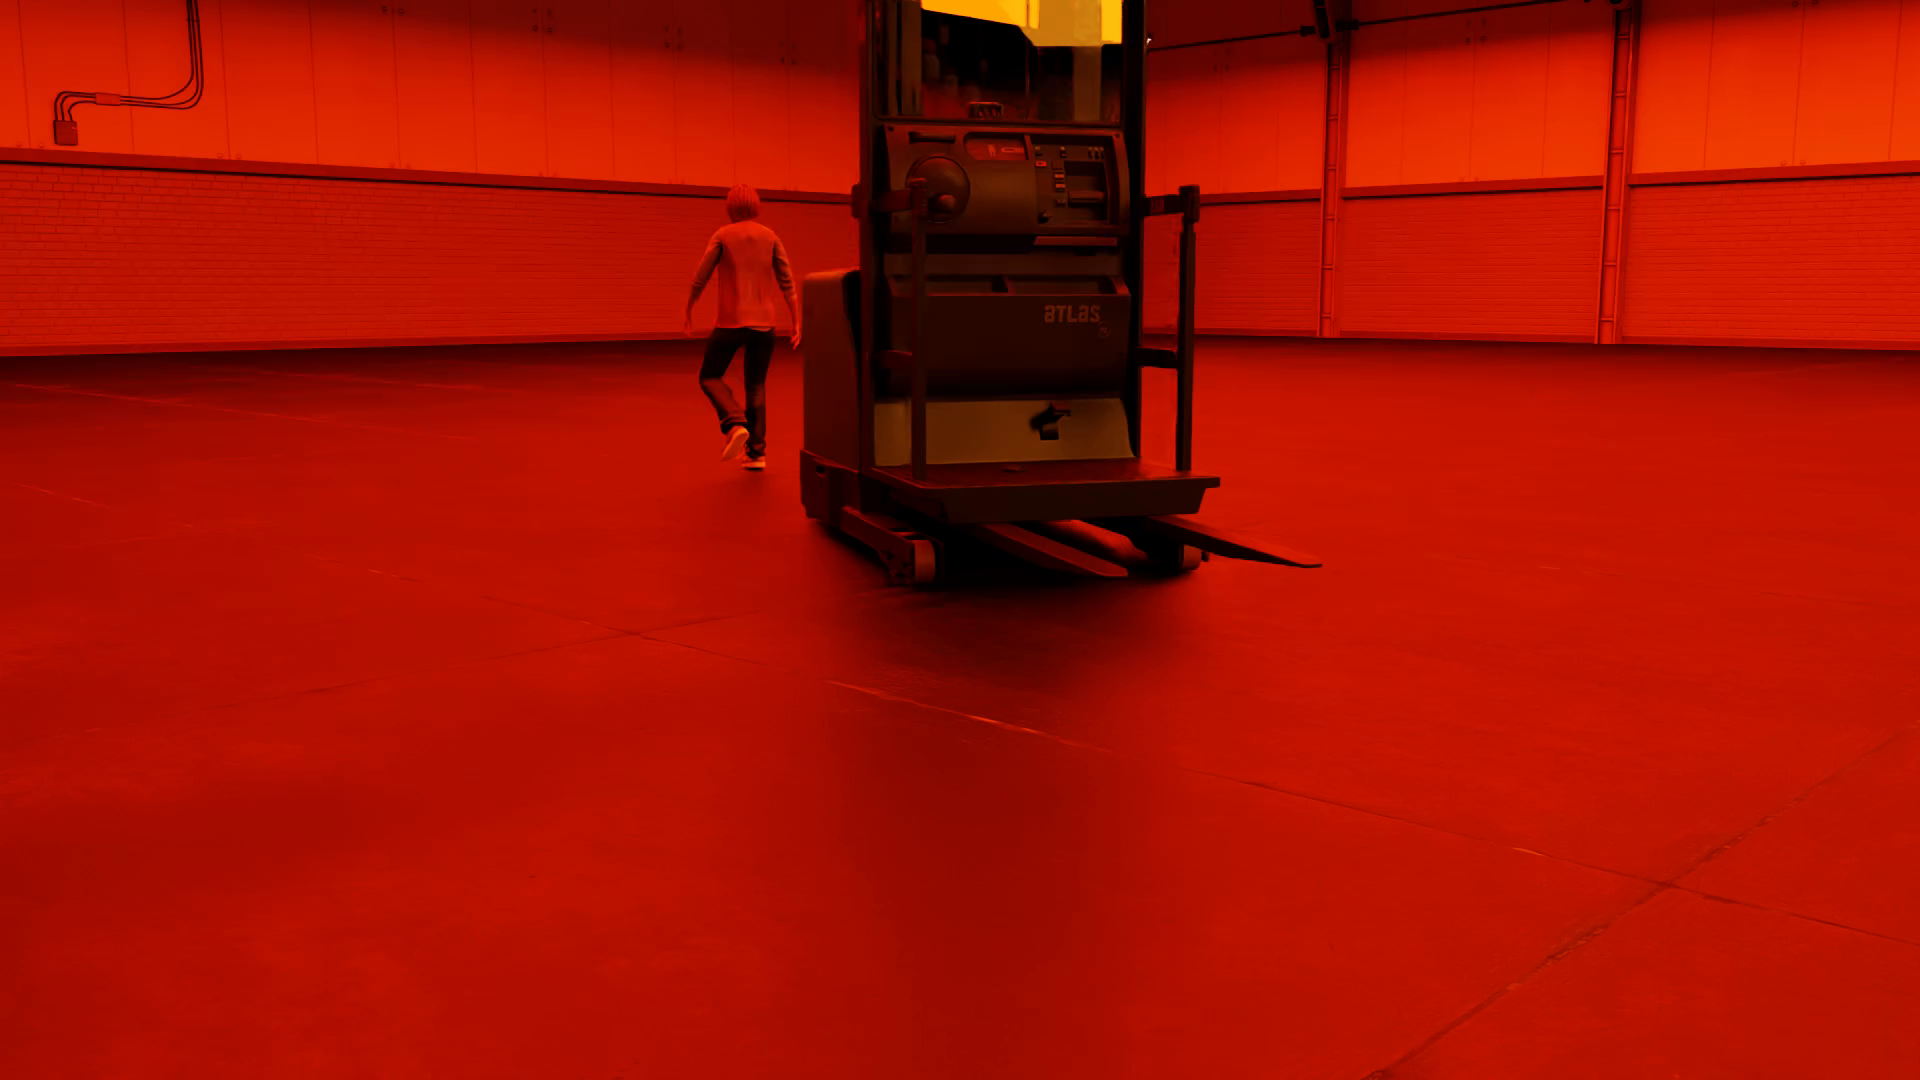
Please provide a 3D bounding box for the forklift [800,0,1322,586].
[{"bbox_3d":[0.246,-1.357,5.887,1.130,2.935,3.031,-3,9,-18],"label":"forklift"}]

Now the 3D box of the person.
[{"bbox_3d":[-1.194,-1.171,9.212,0.600,1.579,0.443,-4,10,-26],"label":"person"}]
